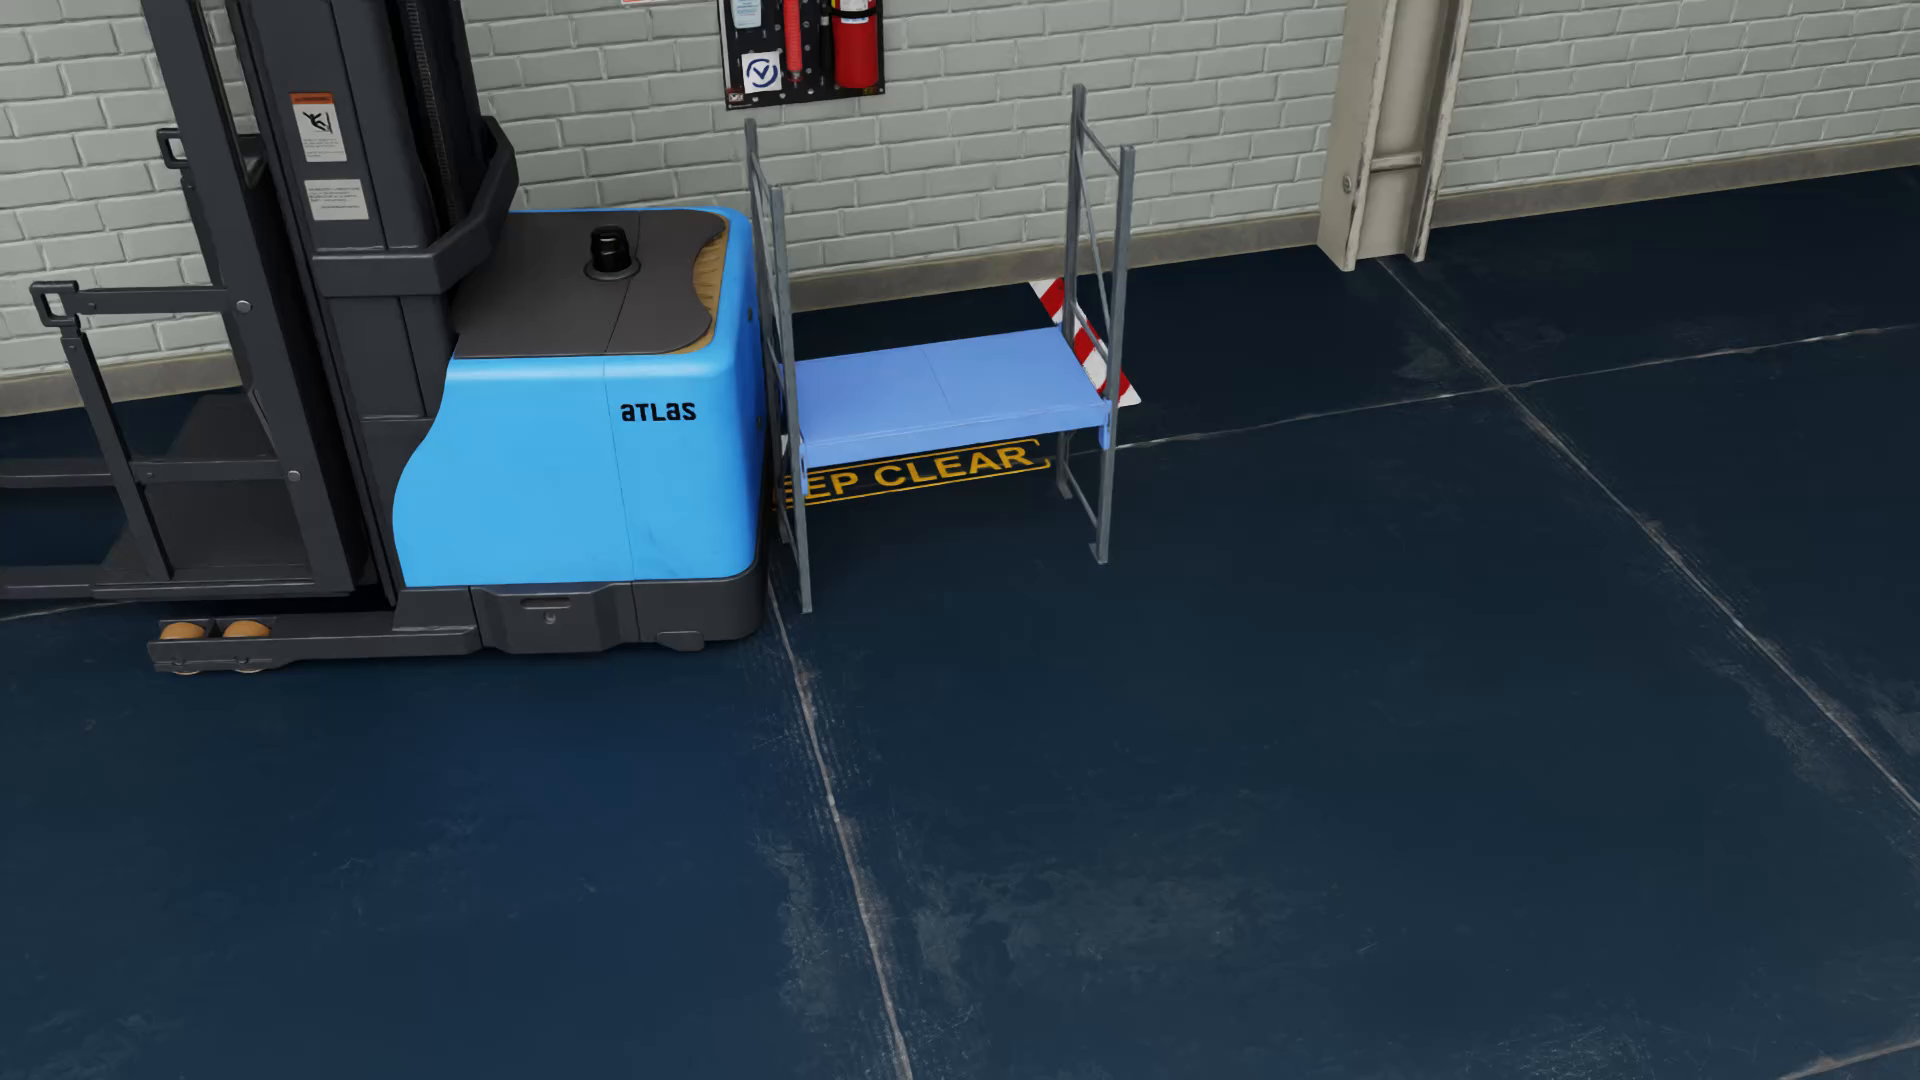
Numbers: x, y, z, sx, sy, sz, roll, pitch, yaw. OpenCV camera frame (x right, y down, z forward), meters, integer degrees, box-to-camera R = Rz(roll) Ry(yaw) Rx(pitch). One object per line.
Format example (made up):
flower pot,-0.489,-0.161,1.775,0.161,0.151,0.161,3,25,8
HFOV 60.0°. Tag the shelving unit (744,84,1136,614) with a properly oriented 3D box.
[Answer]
shelving unit,-0.069,-0.582,5.277,1.048,1.500,0.538,-9,38,-12

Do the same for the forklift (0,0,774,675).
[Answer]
forklift,-2.159,-1.072,4.739,3.031,2.935,1.130,-2,37,-2

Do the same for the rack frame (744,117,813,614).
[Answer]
rack frame,-0.560,-0.504,5.175,0.032,1.500,0.500,-9,38,-12

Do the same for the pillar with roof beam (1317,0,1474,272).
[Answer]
pillar with roof beam,2.952,-2.346,1.410,0.400,9.000,9.100,-9,38,-12

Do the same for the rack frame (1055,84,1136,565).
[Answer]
rack frame,0.423,-0.660,5.378,0.032,1.500,0.500,-9,38,-12

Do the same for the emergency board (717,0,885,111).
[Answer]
emergency board,-0.566,-2.119,6.051,0.643,1.169,0.194,-9,38,-12

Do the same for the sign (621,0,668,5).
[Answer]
sign,-1.126,-2.106,6.005,0.234,0.329,0.001,-9,38,-12

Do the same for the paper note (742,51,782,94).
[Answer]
paper note,-0.755,-1.782,6.335,0.142,0.148,0.016,-9,38,-12

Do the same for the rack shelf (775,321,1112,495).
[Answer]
rack shelf,-0.069,-0.439,5.386,1.000,0.185,0.538,-9,38,-12
